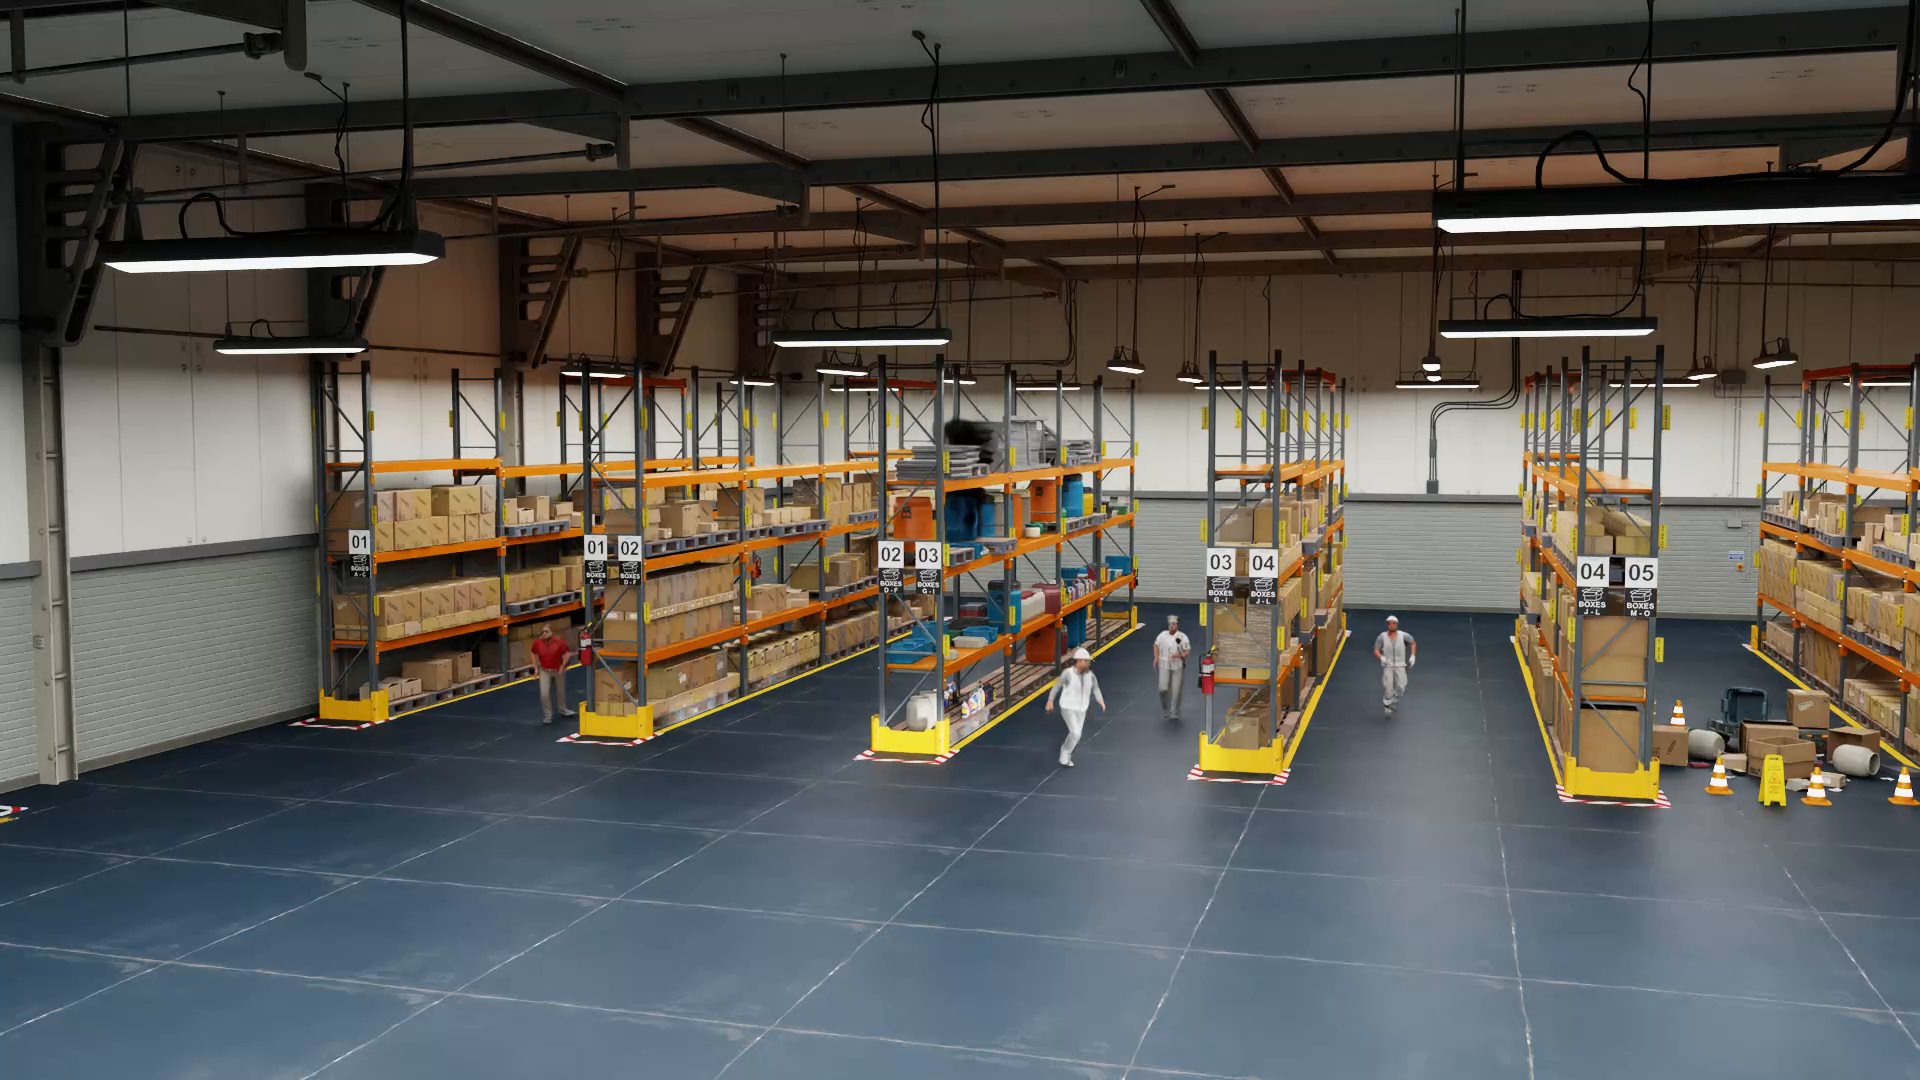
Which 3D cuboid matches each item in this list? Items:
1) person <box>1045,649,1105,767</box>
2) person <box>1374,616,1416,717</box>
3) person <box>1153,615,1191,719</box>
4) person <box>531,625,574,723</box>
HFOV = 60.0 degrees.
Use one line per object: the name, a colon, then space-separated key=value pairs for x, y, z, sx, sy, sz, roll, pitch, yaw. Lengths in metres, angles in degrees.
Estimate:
person: x=1.708 y=2.426 z=23.952 sx=0.644 sy=1.737 sz=0.788 roll=-3 pitch=5 yaw=-32
person: x=7.296 y=2.137 z=27.889 sx=0.706 sy=1.736 sz=0.692 roll=1 pitch=4 yaw=10
person: x=3.533 y=2.132 z=27.828 sx=0.635 sy=1.754 sz=0.655 roll=1 pitch=4 yaw=12
person: x=-6.797 y=2.209 z=27.778 sx=0.705 sy=1.655 sz=0.881 roll=-1 pitch=4 yaw=-17
